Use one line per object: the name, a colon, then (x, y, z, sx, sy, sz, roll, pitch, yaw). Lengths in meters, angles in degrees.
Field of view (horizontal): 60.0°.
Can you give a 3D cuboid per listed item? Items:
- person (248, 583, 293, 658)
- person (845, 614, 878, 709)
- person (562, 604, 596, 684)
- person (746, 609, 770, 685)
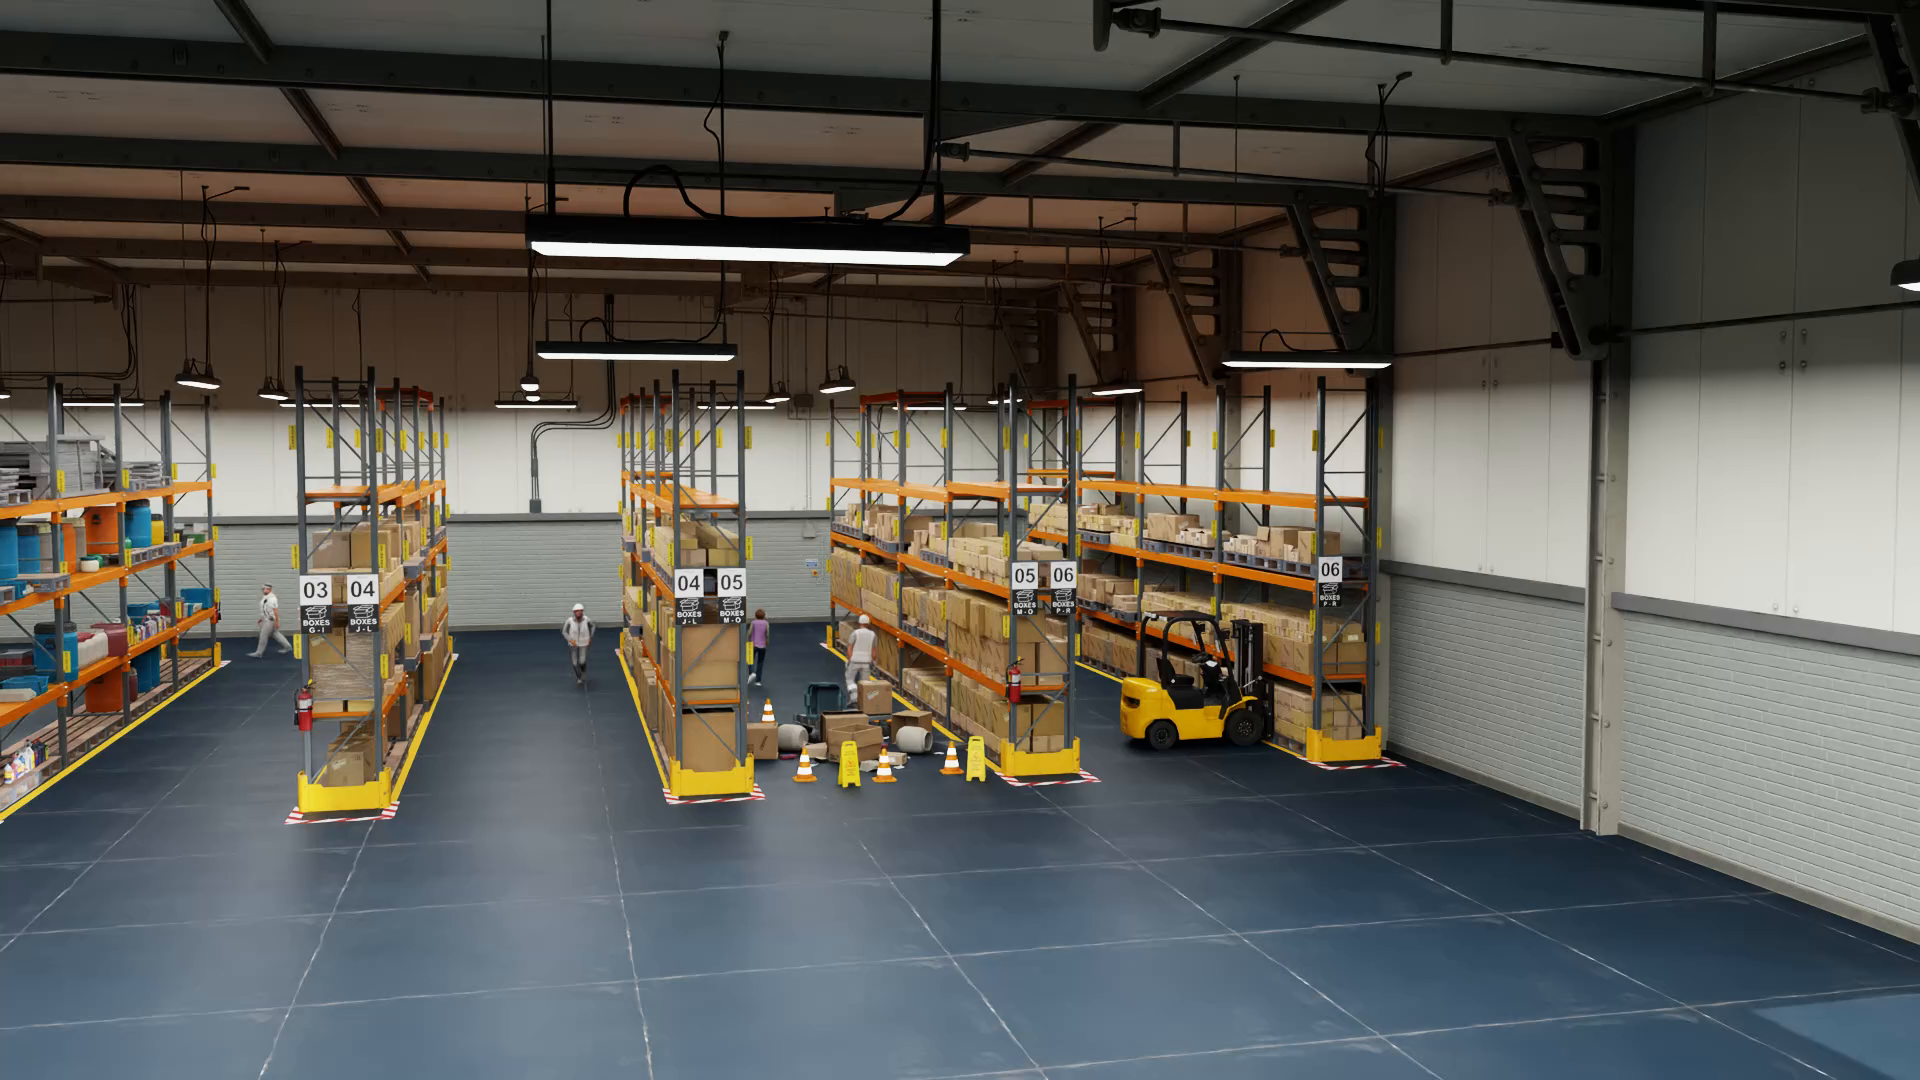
person: (-15.939, 1.810, 38.609, 0.843, 1.676, 0.566, -3, 4, -38)
person: (-1.838, 2.269, 30.694, 0.632, 1.788, 0.464, -1, 4, -16)
person: (-7.803, 2.128, 34.075, 0.630, 1.684, 0.727, 0, 3, -4)
person: (-4.128, 2.201, 33.875, 0.525, 1.574, 0.510, -1, 3, -9)
